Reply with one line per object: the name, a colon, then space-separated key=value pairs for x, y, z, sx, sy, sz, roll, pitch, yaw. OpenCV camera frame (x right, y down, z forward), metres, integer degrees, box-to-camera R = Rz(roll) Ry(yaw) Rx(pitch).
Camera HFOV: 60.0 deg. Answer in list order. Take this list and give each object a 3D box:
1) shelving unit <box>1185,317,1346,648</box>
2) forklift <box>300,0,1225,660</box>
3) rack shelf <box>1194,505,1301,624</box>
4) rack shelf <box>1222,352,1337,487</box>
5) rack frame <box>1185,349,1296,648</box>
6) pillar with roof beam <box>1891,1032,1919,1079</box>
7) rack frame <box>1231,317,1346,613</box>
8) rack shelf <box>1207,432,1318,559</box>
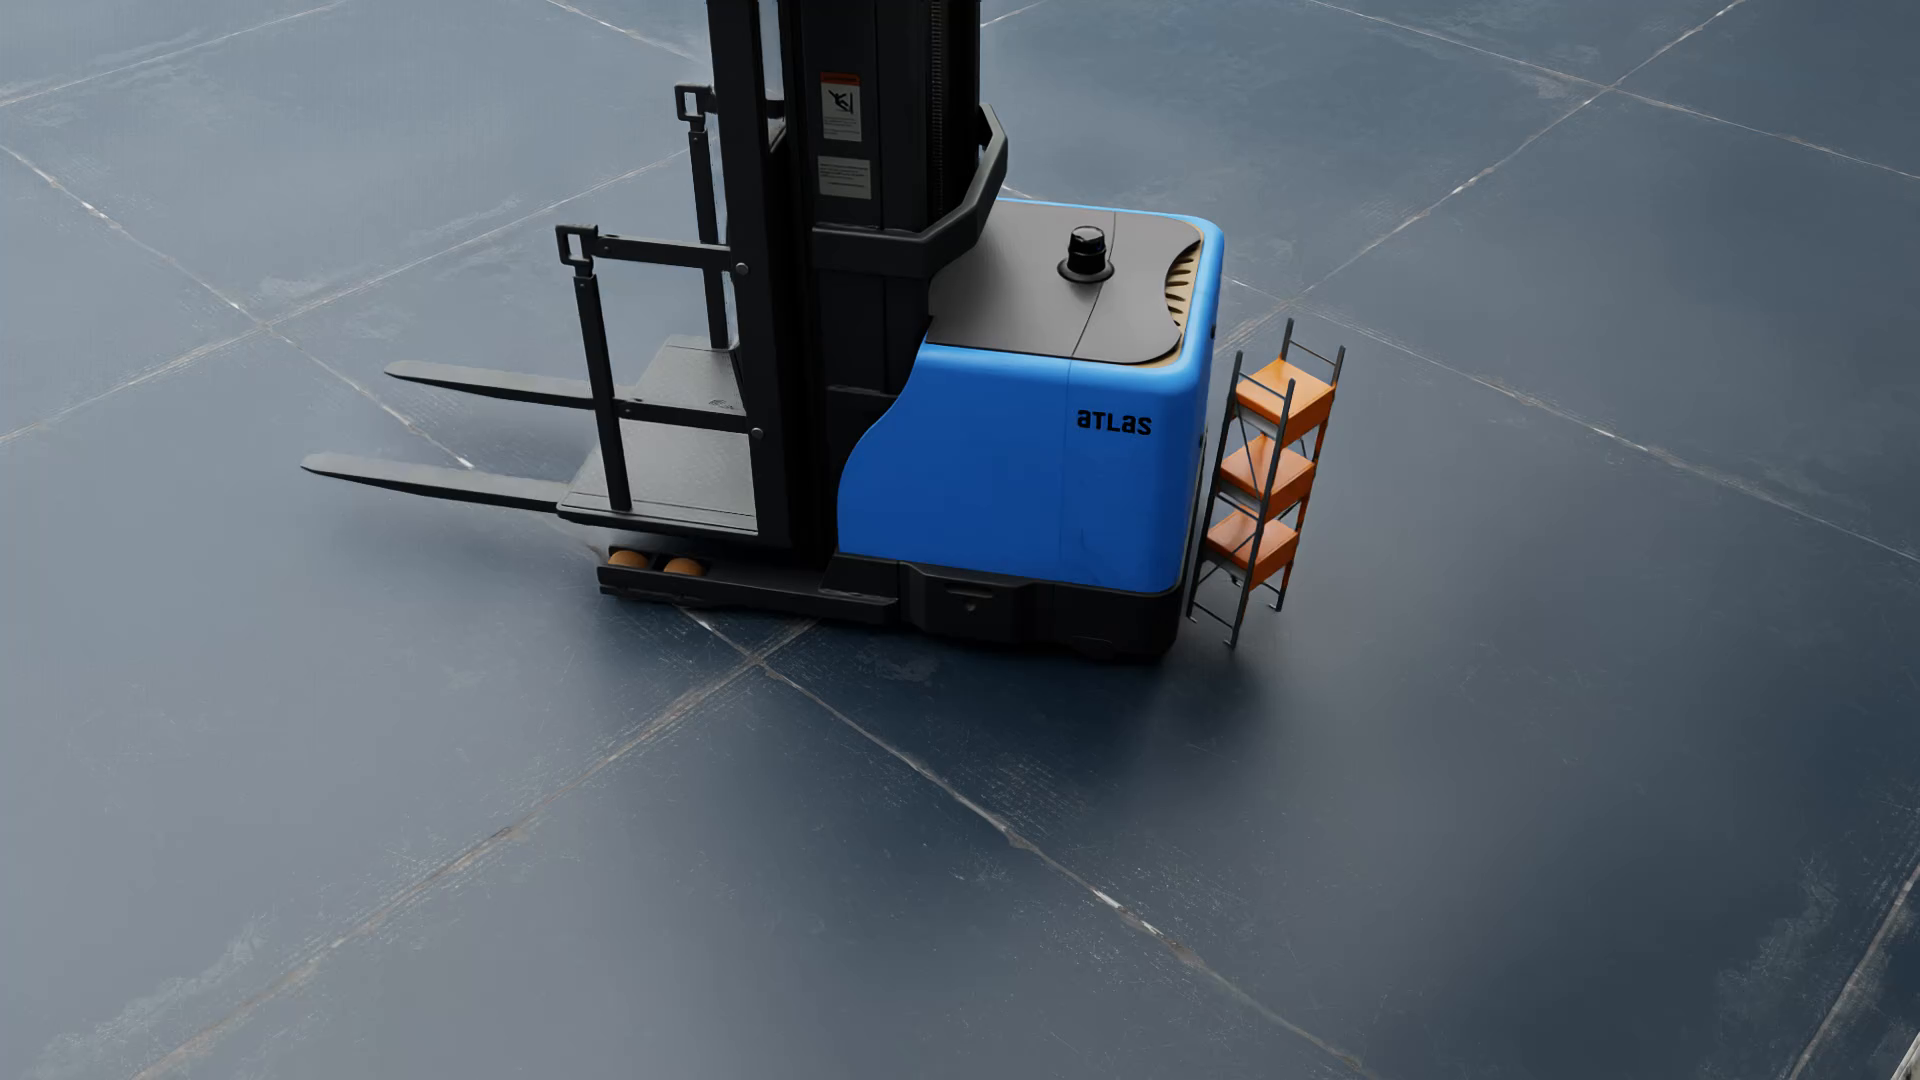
shelving unit: x=0.918 y=-0.152 z=5.075 sx=0.215 sy=1.050 sz=0.252 roll=35 pitch=50 yaw=30
forklift: x=-0.715 y=-1.235 z=4.938 sx=3.031 sy=2.935 sz=1.130 roll=7 pitch=39 yaw=9
rack shelf: x=0.903 y=0.064 z=5.266 sx=0.215 sy=0.259 sz=0.240 roll=35 pitch=50 yaw=30
rack shelf: x=0.932 y=-0.356 z=4.895 sx=0.215 sy=0.259 sz=0.240 roll=35 pitch=50 yaw=30
rack frame: x=0.832 y=-0.098 z=5.007 sx=0.200 sy=1.050 sz=0.008 roll=35 pitch=50 yaw=30
pillar with roof beam: x=-1.372 y=-3.556 z=2.982 sx=9.100 sy=9.000 sz=0.400 roll=30 pitch=47 yaw=32
rack frame: x=1.003 y=-0.206 z=5.143 sx=0.200 sy=1.050 sz=0.008 roll=35 pitch=50 yaw=30
rack shelf: x=0.917 y=-0.144 z=5.082 sx=0.215 sy=0.259 sz=0.240 roll=35 pitch=50 yaw=30
